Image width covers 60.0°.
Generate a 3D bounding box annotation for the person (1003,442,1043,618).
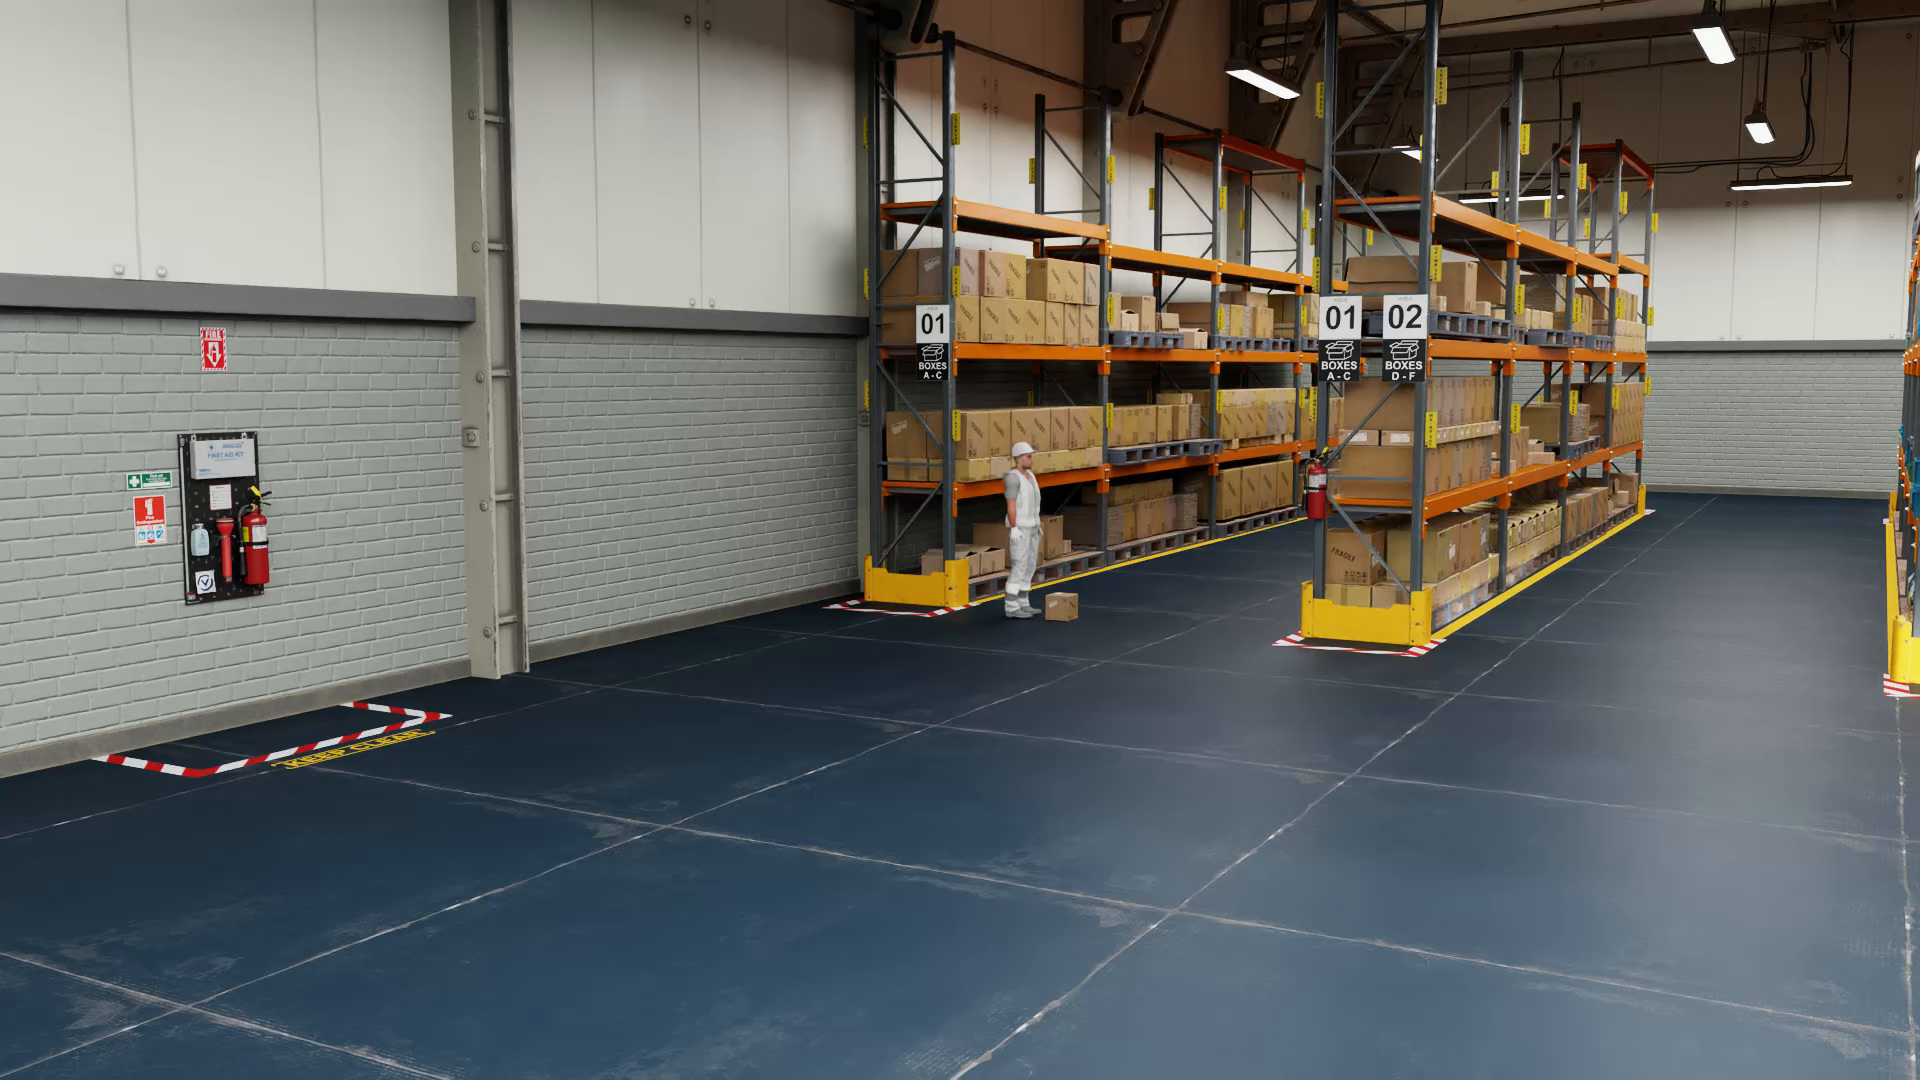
[{"bbox_3d":[0.651,-0.109,17.017,0.341,1.787,0.523,3,7,28],"label":"person"}]
